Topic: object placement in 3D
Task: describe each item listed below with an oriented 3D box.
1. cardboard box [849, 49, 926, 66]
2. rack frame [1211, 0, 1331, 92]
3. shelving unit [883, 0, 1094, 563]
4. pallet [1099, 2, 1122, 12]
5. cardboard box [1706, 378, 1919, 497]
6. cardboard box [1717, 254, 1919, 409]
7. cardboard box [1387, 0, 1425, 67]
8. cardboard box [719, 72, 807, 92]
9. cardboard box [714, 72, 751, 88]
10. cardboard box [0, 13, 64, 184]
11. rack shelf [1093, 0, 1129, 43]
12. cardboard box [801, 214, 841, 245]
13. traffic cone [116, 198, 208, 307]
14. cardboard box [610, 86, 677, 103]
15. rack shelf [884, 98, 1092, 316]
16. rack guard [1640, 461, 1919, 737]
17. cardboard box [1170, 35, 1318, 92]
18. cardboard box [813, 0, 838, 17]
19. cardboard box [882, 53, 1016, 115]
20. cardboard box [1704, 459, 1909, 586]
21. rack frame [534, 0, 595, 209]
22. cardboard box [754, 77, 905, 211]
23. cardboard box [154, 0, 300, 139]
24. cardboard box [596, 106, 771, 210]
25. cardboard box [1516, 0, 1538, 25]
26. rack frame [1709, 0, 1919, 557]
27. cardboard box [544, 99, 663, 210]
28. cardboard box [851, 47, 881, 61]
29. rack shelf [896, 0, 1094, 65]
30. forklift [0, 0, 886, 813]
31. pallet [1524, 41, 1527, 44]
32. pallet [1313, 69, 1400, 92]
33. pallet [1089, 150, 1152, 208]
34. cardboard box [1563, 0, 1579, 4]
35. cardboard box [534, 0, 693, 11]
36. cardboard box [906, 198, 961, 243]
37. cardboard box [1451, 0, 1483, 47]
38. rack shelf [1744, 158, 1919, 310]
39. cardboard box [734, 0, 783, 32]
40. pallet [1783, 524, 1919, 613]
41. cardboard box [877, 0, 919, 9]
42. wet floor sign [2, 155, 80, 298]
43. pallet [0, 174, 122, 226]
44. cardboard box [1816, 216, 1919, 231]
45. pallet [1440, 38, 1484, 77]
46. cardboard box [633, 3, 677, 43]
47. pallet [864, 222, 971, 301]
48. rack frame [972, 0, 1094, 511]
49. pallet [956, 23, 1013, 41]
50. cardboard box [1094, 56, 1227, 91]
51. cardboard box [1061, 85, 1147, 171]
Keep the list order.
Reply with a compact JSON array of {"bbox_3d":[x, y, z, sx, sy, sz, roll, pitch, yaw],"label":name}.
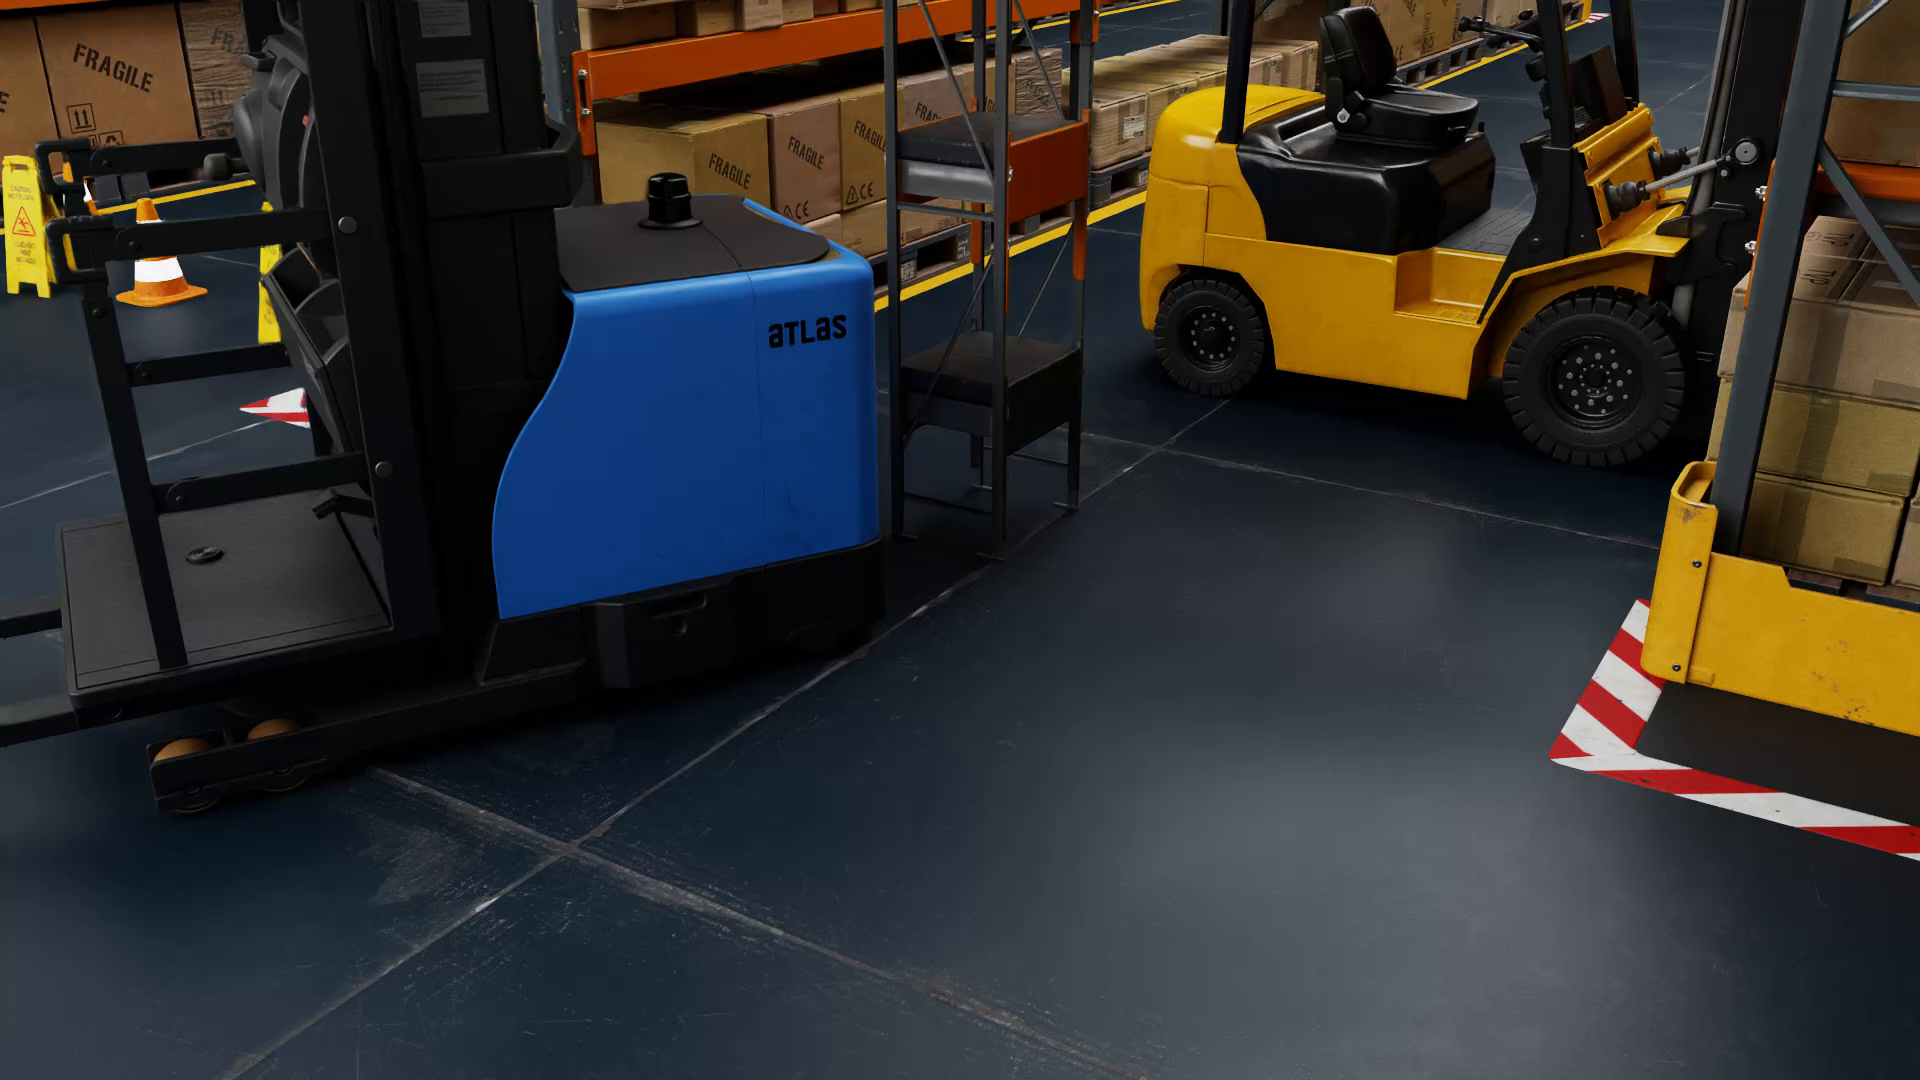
[{"bbox_3d":[-0.520,-2.307,8.791,0.500,0.500,0.500,15,28,31],"label":"cardboard box"},{"bbox_3d":[2.403,-4.707,12.348,1.000,3.000,0.127,14,27,29],"label":"rack frame"},{"bbox_3d":[0.087,-1.019,4.962,0.431,2.100,0.503,14,27,29],"label":"shelving unit"},{"bbox_3d":[1.222,-6.429,19.834,1.003,0.211,1.213,14,27,29],"label":"pallet"},{"bbox_3d":[2.394,-0.359,4.606,0.500,0.250,0.500,13,27,28],"label":"cardboard box"},{"bbox_3d":[2.380,-0.579,4.486,0.500,0.250,0.500,15,28,31],"label":"cardboard box"},{"bbox_3d":[3.312,-4.441,13.879,0.875,0.875,0.875,14,27,30],"label":"cardboard box"},{"bbox_3d":[-1.071,-1.953,7.975,0.500,0.500,0.500,13,27,28],"label":"cardboard box"},{"bbox_3d":[-1.203,-2.216,7.765,0.380,0.149,0.250,15,28,31],"label":"cardboard box"},{"bbox_3d":[-5.774,-2.471,9.328,0.875,0.875,0.875,14,27,29],"label":"cardboard box"},{"bbox_3d":[1.348,-3.702,10.932,1.077,0.370,4.000,14,27,29],"label":"rack shelf"},{"bbox_3d":[-0.880,-1.323,7.464,0.500,0.250,0.500,15,28,31],"label":"cardboard box"},{"bbox_3d":[-3.808,-1.377,7.847,0.336,0.463,0.334,14,27,29],"label":"traffic cone"},{"bbox_3d":[-1.479,-2.043,7.366,0.380,0.149,0.250,15,27,30],"label":"cardboard box"},{"bbox_3d":[0.087,-1.007,4.967,0.431,0.518,0.480,14,27,29],"label":"rack shelf"},{"bbox_3d":[2.390,0.187,4.189,1.175,0.500,0.348,14,27,29],"label":"rack guard"},{"bbox_3d":[2.097,-3.506,12.351,0.950,0.372,0.625,12,26,25],"label":"cardboard box"},{"bbox_3d":[-0.762,-2.396,7.326,0.380,0.149,0.250,15,28,31],"label":"cardboard box"},{"bbox_3d":[-0.057,-2.205,8.555,0.500,0.500,0.500,14,27,30],"label":"cardboard box"},{"bbox_3d":[2.382,-0.124,4.694,0.500,0.250,0.500,14,27,29],"label":"cardboard box"},{"bbox_3d":[-1.816,-2.007,6.111,1.000,3.000,0.127,14,27,29],"label":"rack frame"},{"bbox_3d":[-0.600,-1.850,7.736,0.500,0.500,0.500,14,27,30],"label":"cardboard box"},{"bbox_3d":[-4.829,-3.076,10.725,0.875,0.875,0.875,14,27,29],"label":"cardboard box"},{"bbox_3d":[-1.144,-1.505,6.939,0.500,0.500,0.500,13,27,27],"label":"cardboard box"},{"bbox_3d":[5.407,-5.566,17.028,0.875,0.438,0.875,13,27,27],"label":"cardboard box"},{"bbox_3d":[2.402,-0.968,3.711,1.000,3.000,0.127,14,27,29],"label":"rack frame"},{"bbox_3d":[-1.615,-1.607,7.176,0.500,0.500,0.500,14,27,29],"label":"cardboard box"},{"bbox_3d":[-0.634,-2.584,8.616,0.380,0.149,0.250,15,28,31],"label":"cardboard box"},{"bbox_3d":[0.087,-1.649,4.689,0.431,0.518,0.480,14,27,29],"label":"rack shelf"},{"bbox_3d":[-1.750,-0.960,3.778,3.031,2.935,1.130,-12,26,-26],"label":"forklift"},{"bbox_3d":[5.624,-5.431,17.531,1.003,0.211,1.213,14,27,29],"label":"pallet"},{"bbox_3d":[2.883,-3.678,13.481,1.003,0.211,1.213,14,27,29],"label":"pallet"},{"bbox_3d":[0.703,-2.341,10.392,1.003,0.211,1.213,14,27,29],"label":"pallet"},{"bbox_3d":[6.360,-6.181,18.448,0.875,0.438,0.875,13,27,27],"label":"cardboard box"},{"bbox_3d":[-1.331,-2.292,6.267,0.500,0.500,0.500,13,27,28],"label":"cardboard box"},{"bbox_3d":[-0.335,-1.680,8.287,0.500,0.250,0.500,14,27,30],"label":"cardboard box"},{"bbox_3d":[4.254,-5.049,15.284,0.875,0.875,0.875,15,27,31],"label":"cardboard box"},{"bbox_3d":[3.457,-1.313,5.414,1.077,0.370,4.000,14,27,29],"label":"rack shelf"},{"bbox_3d":[-0.959,-2.200,6.873,0.380,0.149,0.250,14,27,30],"label":"cardboard box"},{"bbox_3d":[2.770,0.044,4.882,1.003,0.211,1.213,14,27,29],"label":"pallet"},{"bbox_3d":[-0.416,-2.552,7.685,0.380,0.149,0.250,14,27,29],"label":"cardboard box"},{"bbox_3d":[-4.408,-1.505,7.915,0.267,0.644,0.232,9,25,20],"label":"wet floor sign"},{"bbox_3d":[-5.720,-2.017,9.644,1.003,0.211,1.213,14,27,29],"label":"pallet"},{"bbox_3d":[2.902,-0.925,5.285,0.500,0.250,0.500,14,27,30],"label":"cardboard box"},{"bbox_3d":[4.170,-4.502,15.383,1.003,0.211,1.213,14,27,29],"label":"pallet"},{"bbox_3d":[-1.340,-2.052,6.530,0.380,0.149,0.250,14,27,30],"label":"cardboard box"},{"bbox_3d":[-0.673,-1.430,8.288,1.003,0.211,1.213,14,27,29],"label":"pallet"},{"bbox_3d":[0.216,-1.102,5.152,0.400,2.100,0.015,14,27,29],"label":"rack frame"},{"bbox_3d":[-0.155,-5.518,17.731,1.003,0.211,1.213,14,27,29],"label":"pallet"},{"bbox_3d":[1.310,-3.000,11.184,0.950,0.372,0.625,15,28,31],"label":"cardboard box"},{"bbox_3d":[0.568,-2.522,10.079,0.950,0.372,0.625,14,27,30],"label":"cardboard box"}]
